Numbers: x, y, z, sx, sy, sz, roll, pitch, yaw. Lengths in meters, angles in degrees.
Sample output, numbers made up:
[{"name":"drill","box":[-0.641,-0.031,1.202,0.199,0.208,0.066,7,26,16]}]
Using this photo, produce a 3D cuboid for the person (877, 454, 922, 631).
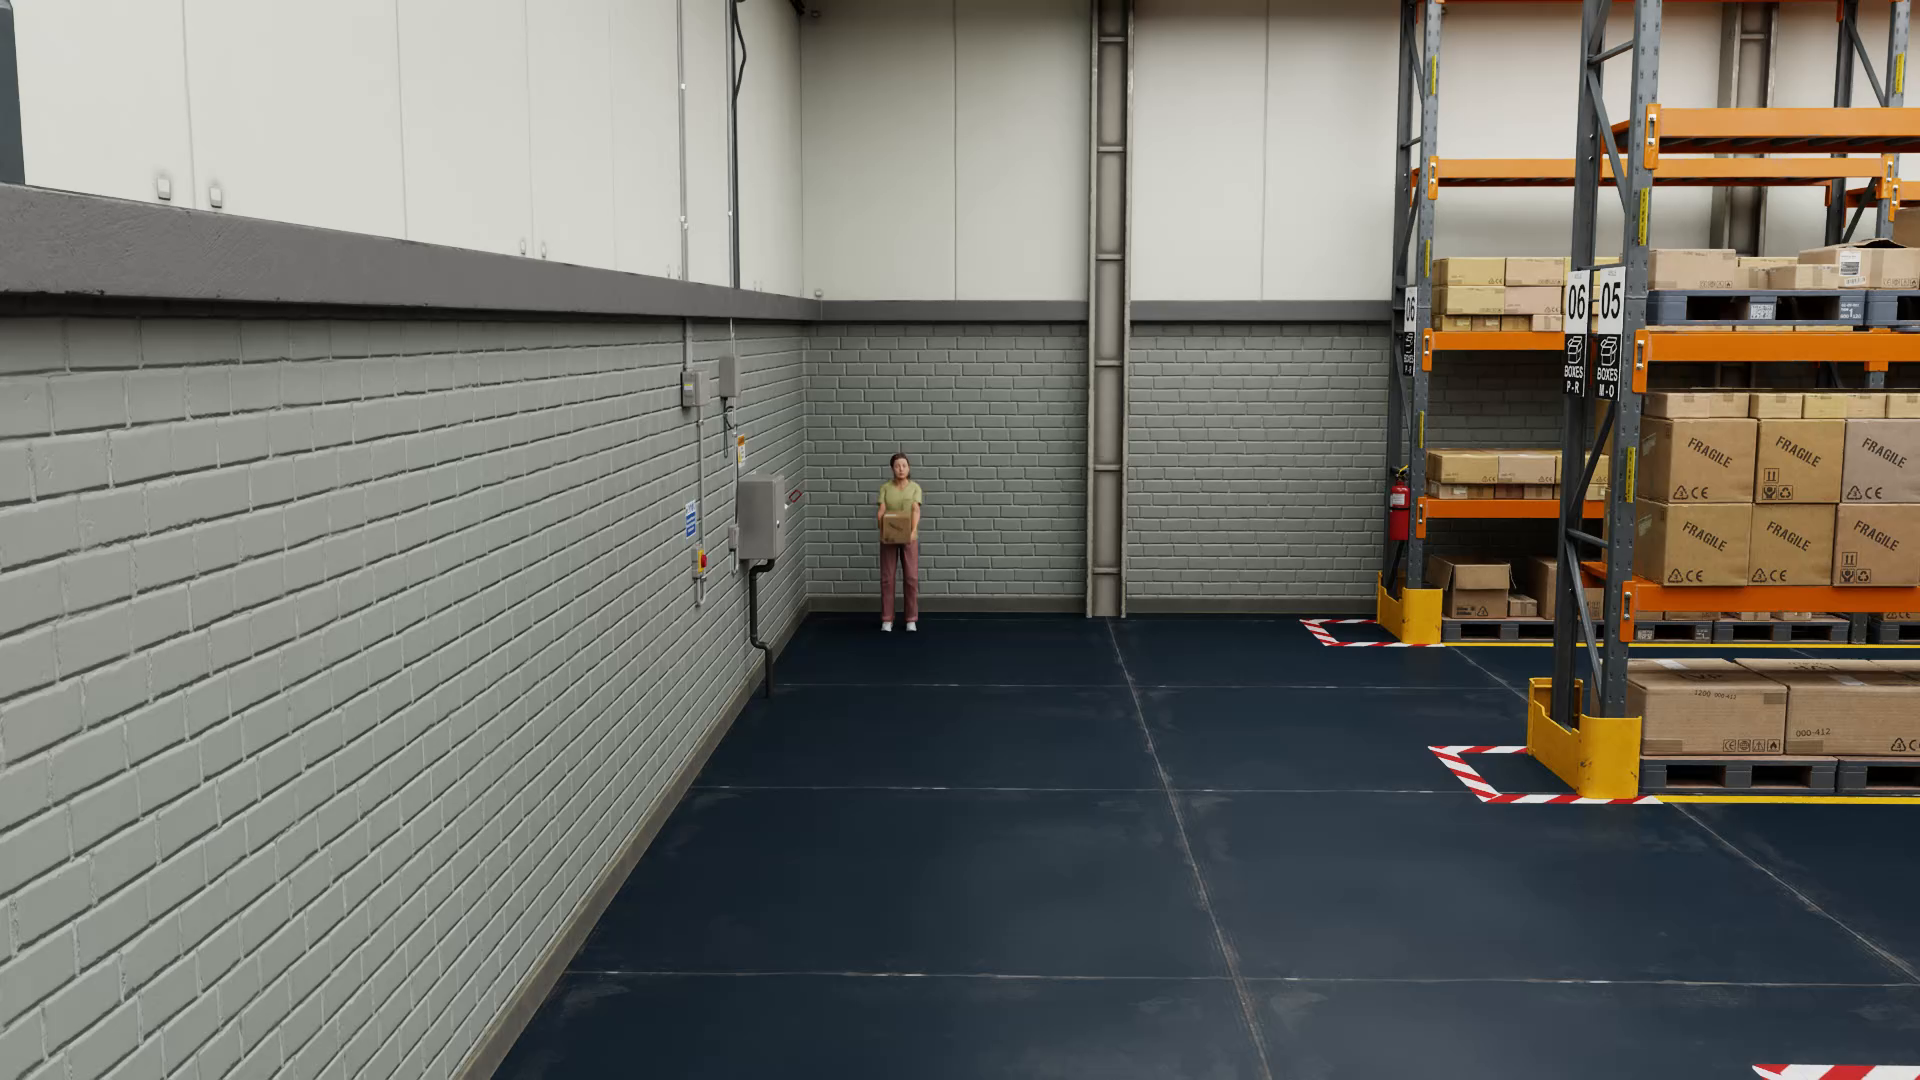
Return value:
[{"name":"person","box":[-0.570,0.030,15.595,0.420,1.668,0.538,0,7,1]}]
